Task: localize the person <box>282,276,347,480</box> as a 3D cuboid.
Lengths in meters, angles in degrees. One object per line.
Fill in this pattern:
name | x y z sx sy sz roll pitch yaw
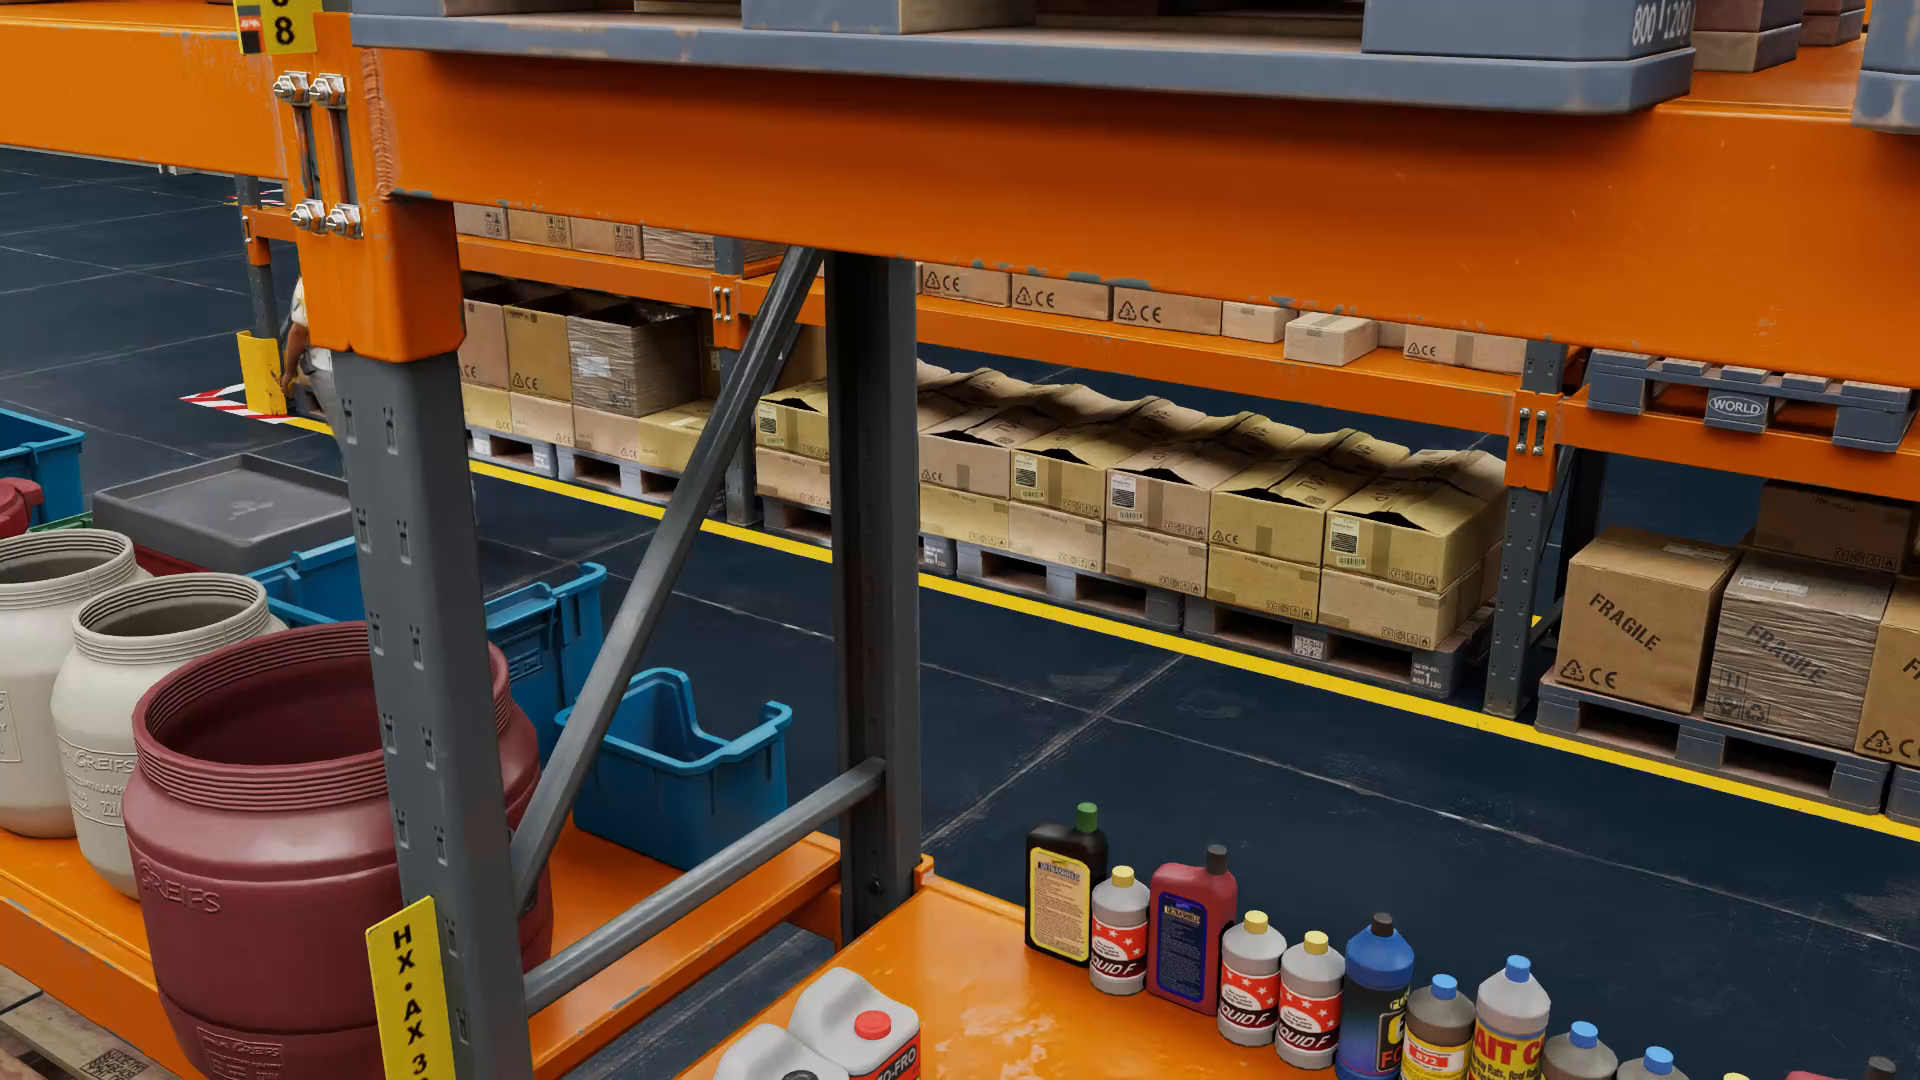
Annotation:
person | -3.137 -0.835 8.393 0.786 1.686 0.523 14 24 33
